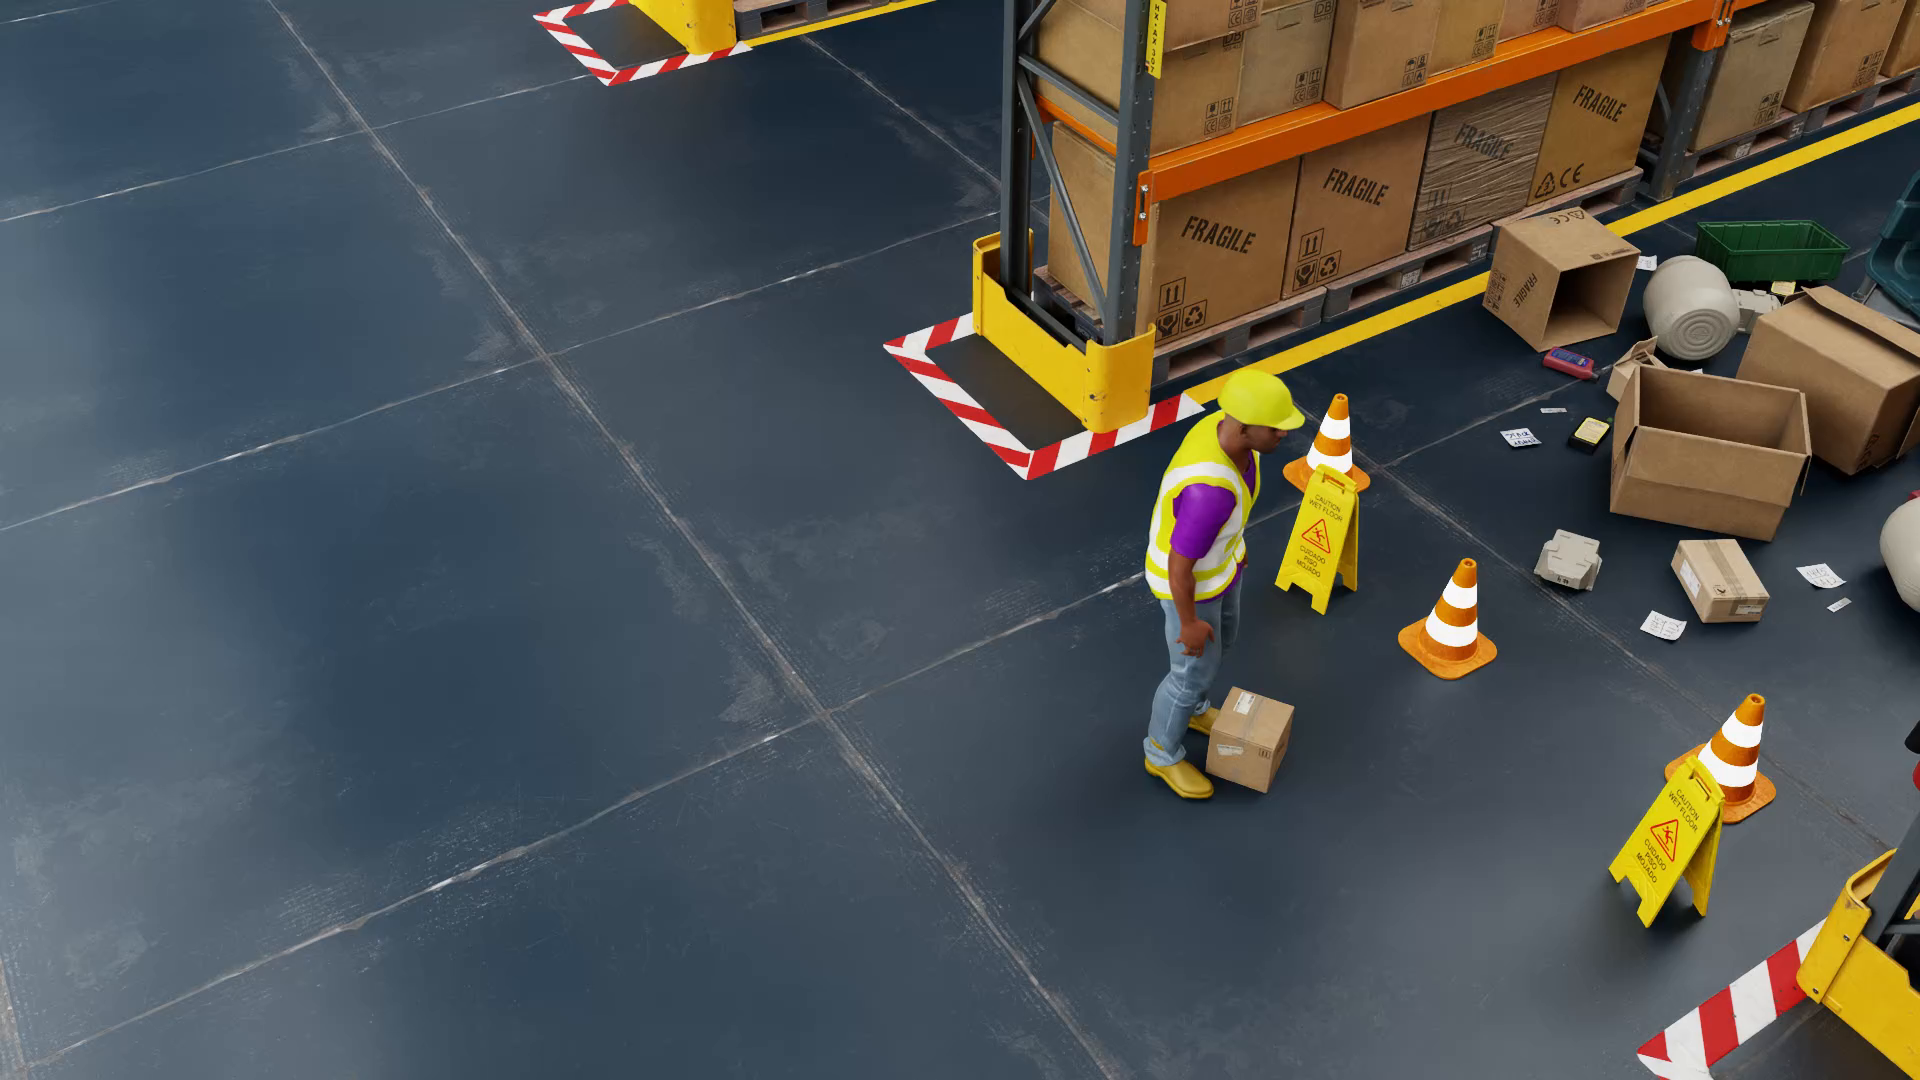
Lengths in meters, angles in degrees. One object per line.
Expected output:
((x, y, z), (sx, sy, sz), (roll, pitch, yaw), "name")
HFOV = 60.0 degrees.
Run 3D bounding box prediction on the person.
((0.908, 0.127, 5.996), (0.461, 1.759, 0.631), (16, 43, 18), "person")
